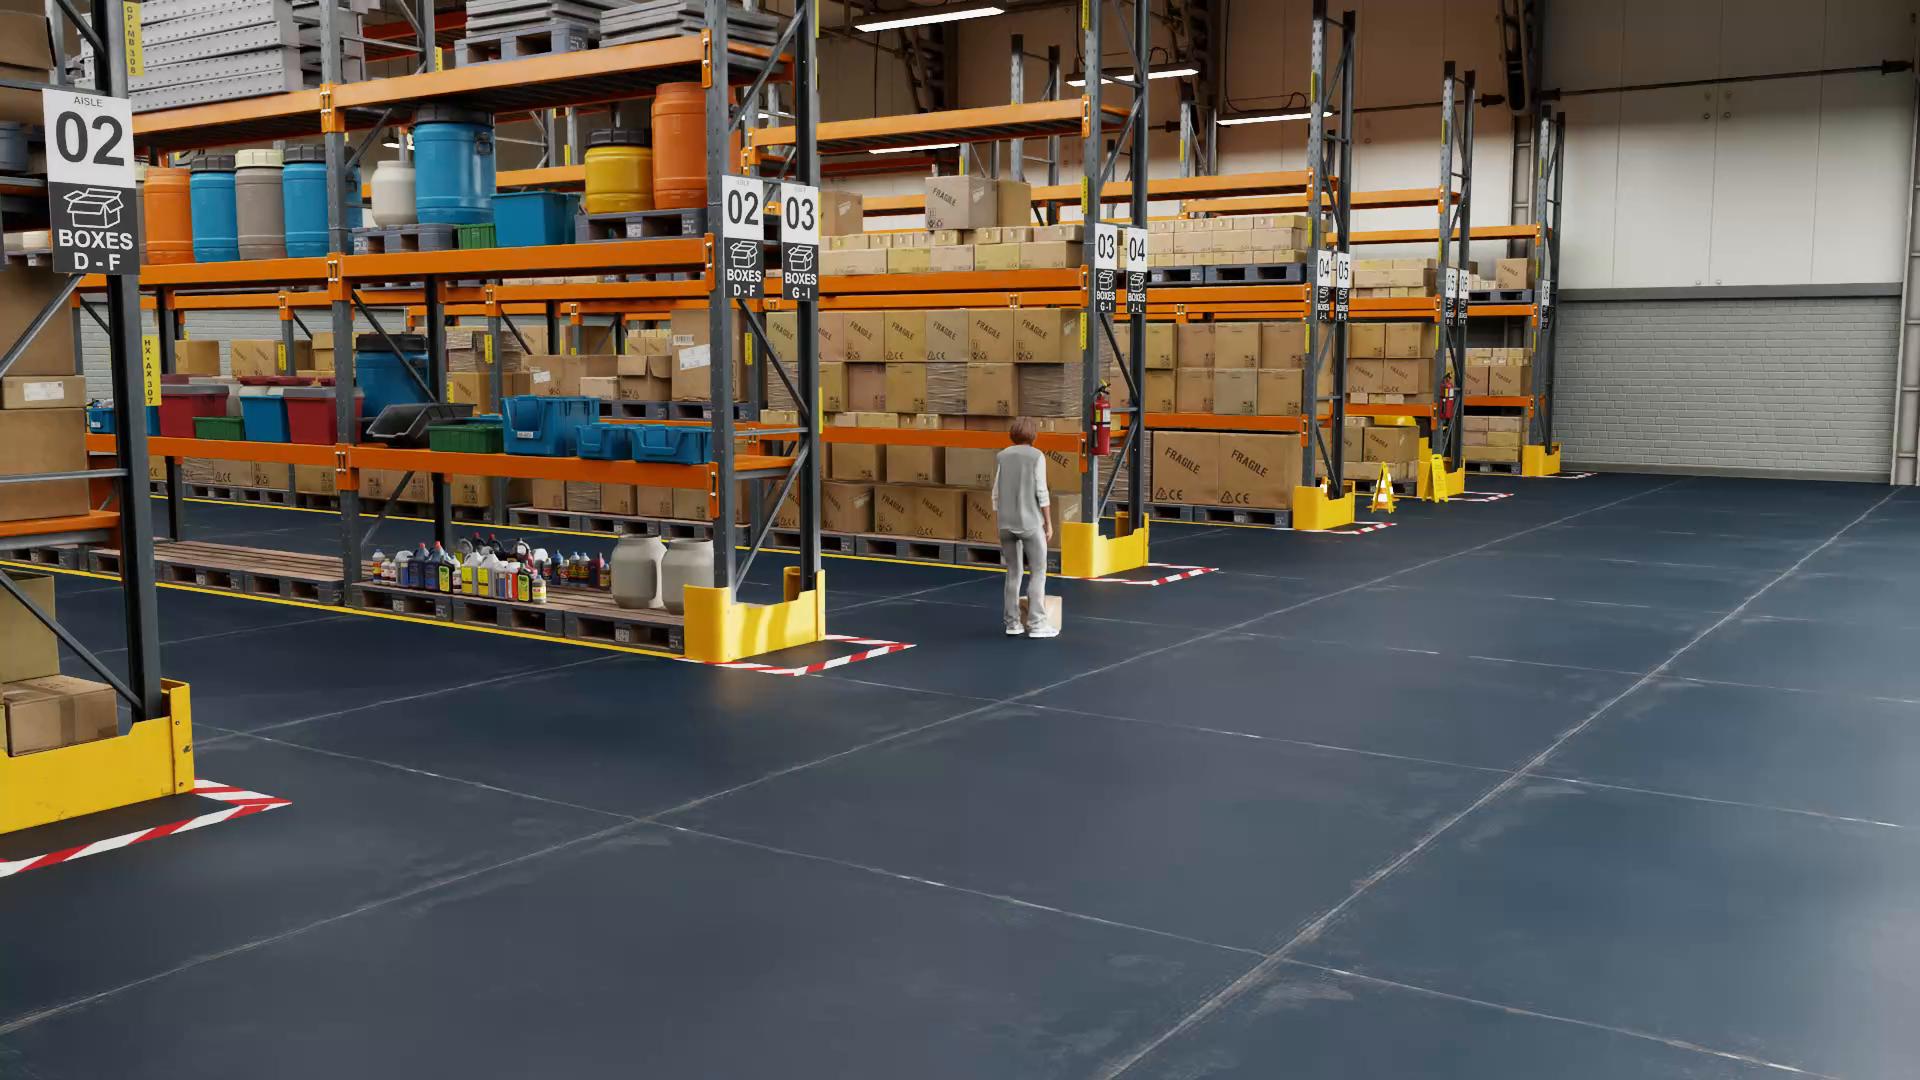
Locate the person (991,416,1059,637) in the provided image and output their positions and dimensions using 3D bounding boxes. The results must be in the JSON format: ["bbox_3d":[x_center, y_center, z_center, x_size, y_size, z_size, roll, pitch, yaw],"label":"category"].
[{"bbox_3d":[0.461,-0.089,12.035,0.473,1.580,0.377,4,8,31],"label":"person"}]
